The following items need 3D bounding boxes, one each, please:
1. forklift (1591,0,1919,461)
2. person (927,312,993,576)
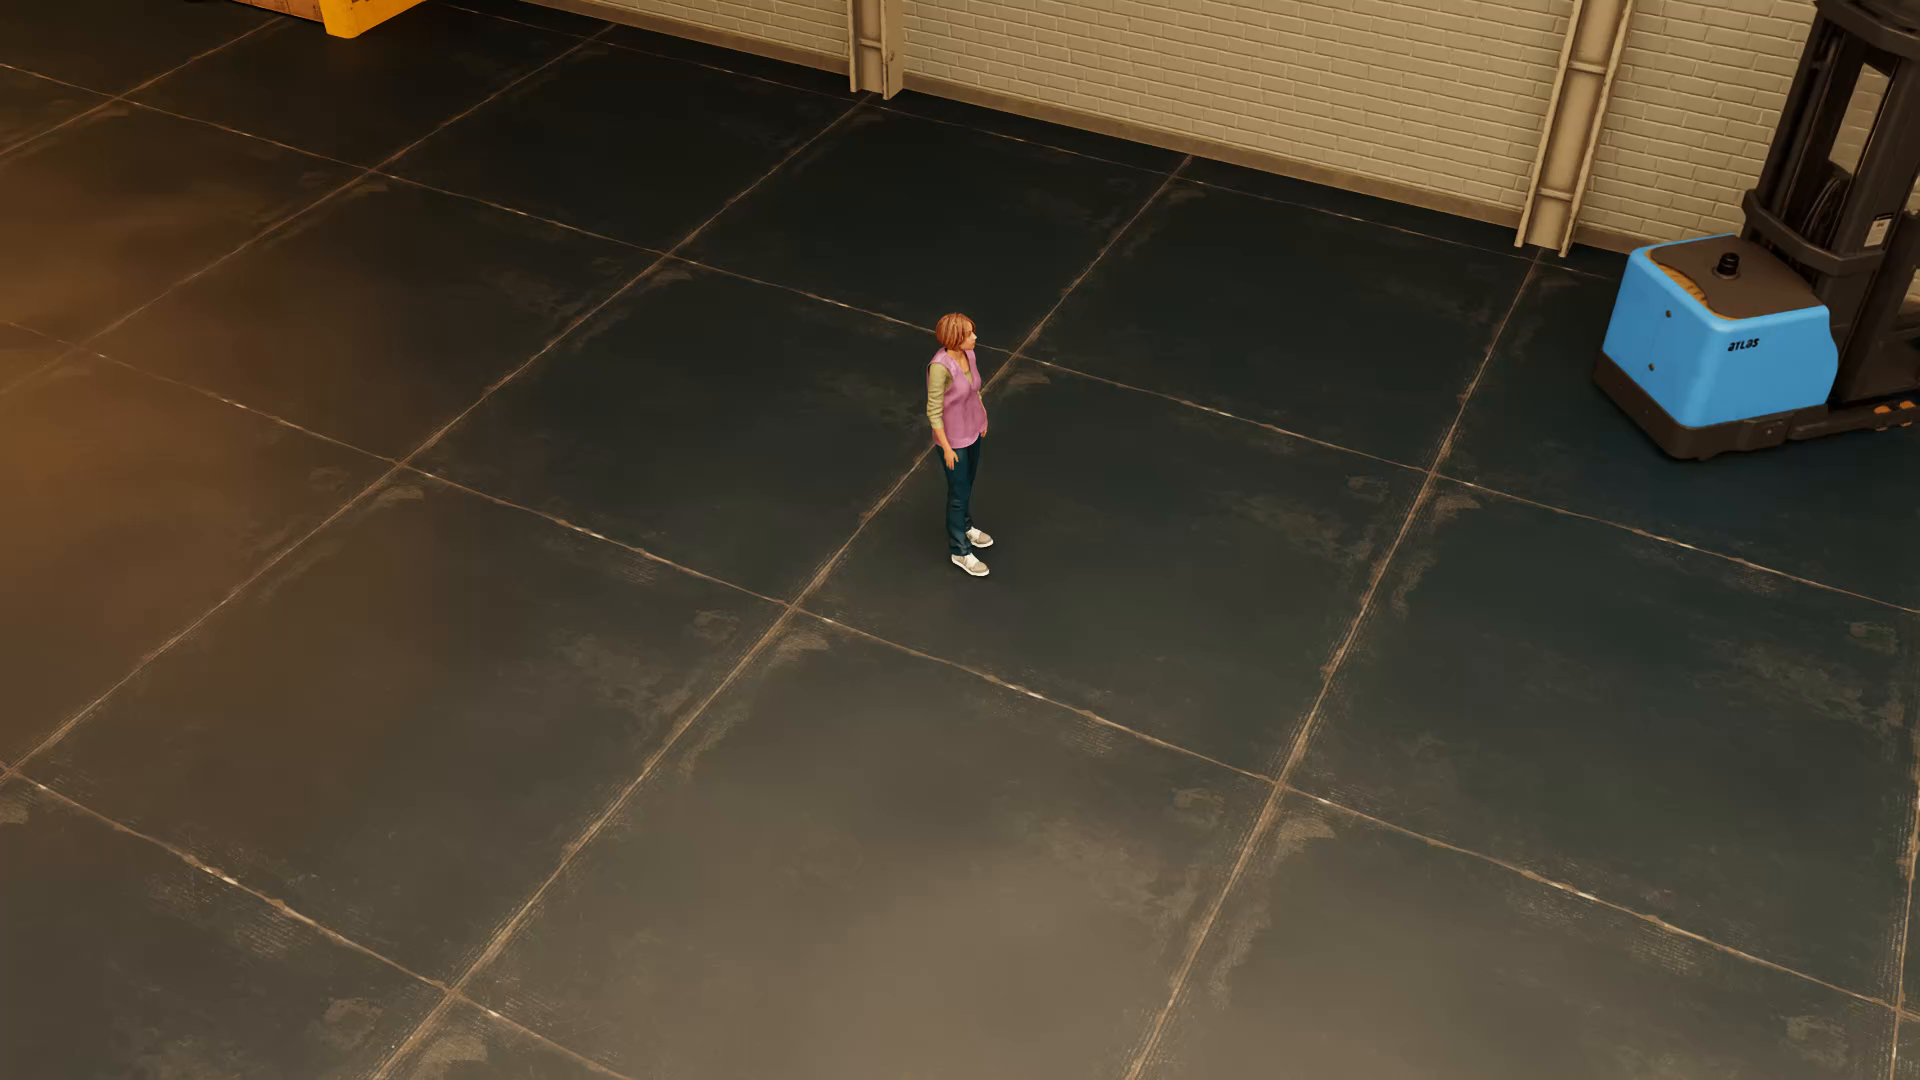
[{"bbox_3d":[5.932,-2.169,10.562,3.031,2.935,1.130,-11,41,-12],"label":"forklift"},{"bbox_3d":[0.059,-0.581,9.712,0.476,1.582,0.520,18,43,21],"label":"person"}]
